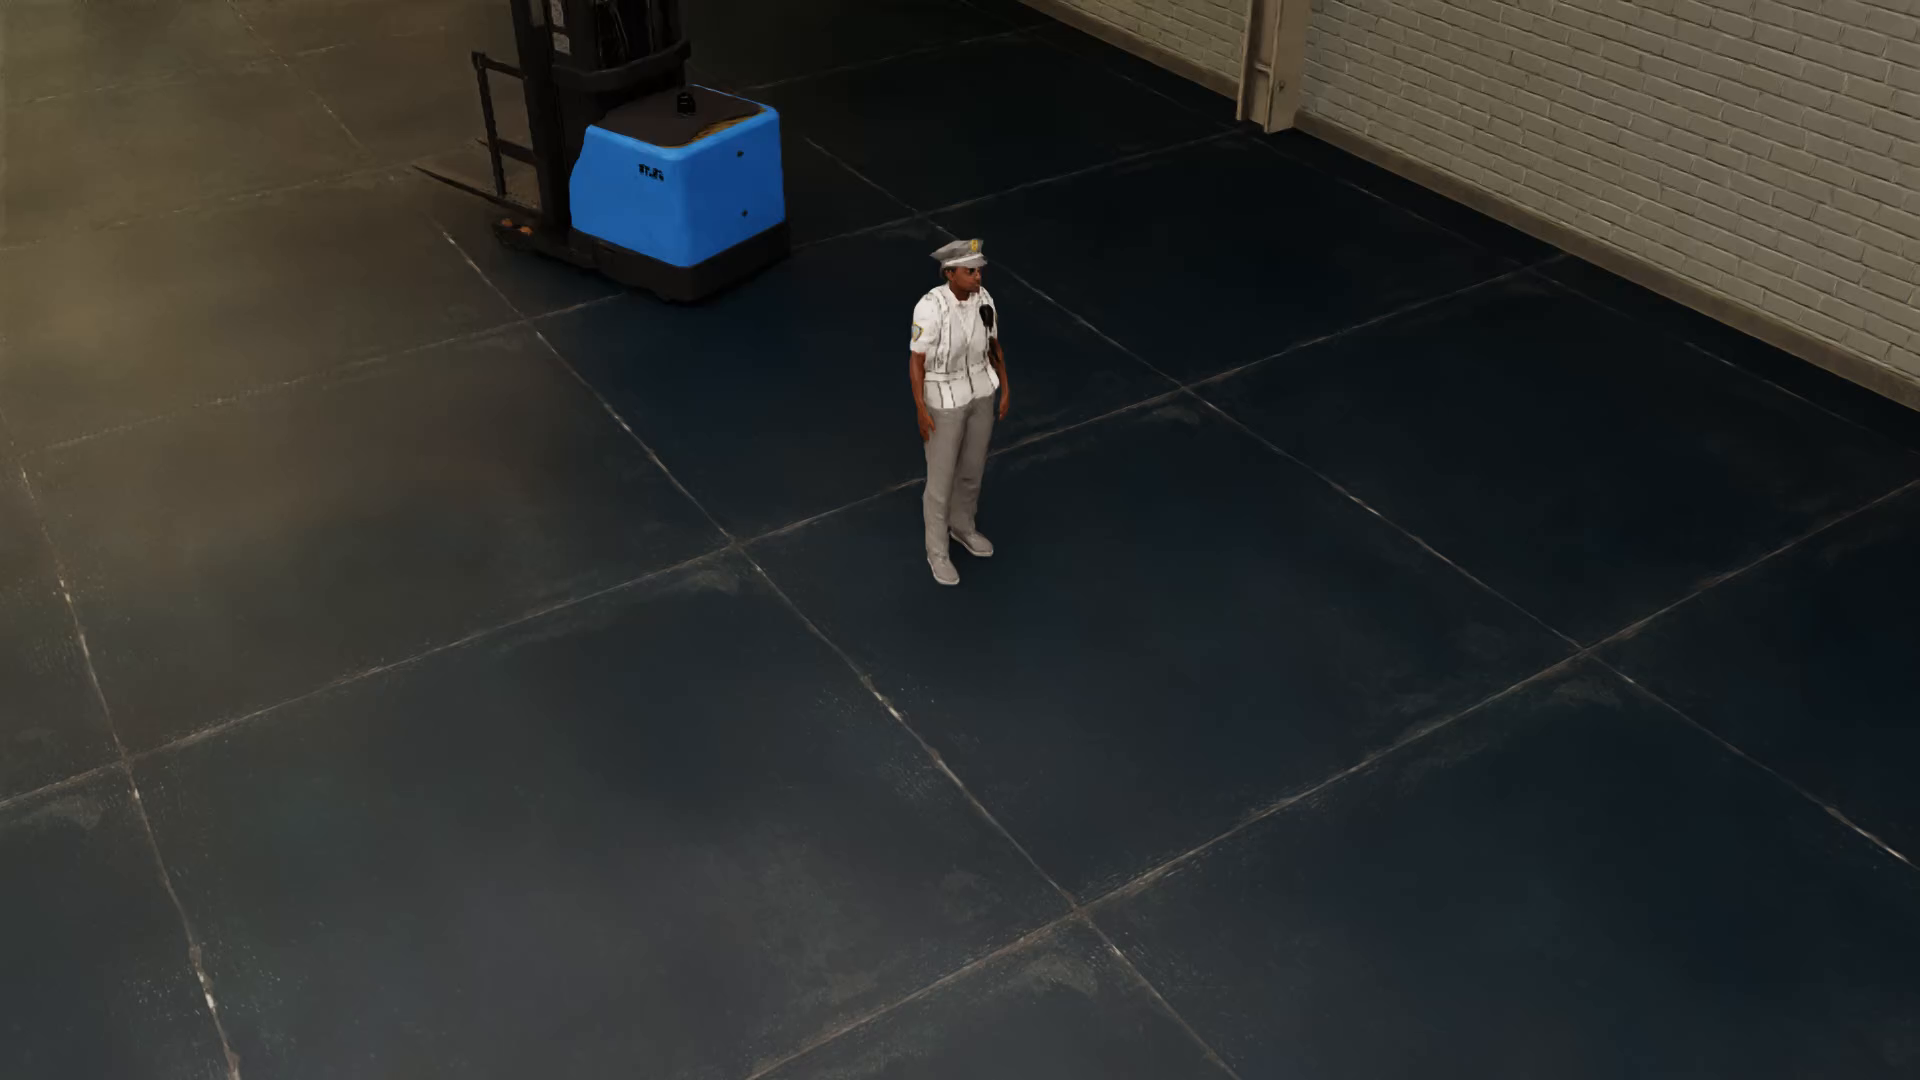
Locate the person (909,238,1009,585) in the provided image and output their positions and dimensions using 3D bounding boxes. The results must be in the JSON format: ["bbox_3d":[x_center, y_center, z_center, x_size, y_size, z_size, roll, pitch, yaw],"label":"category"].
[{"bbox_3d":[0.025,-0.658,8.145,0.570,1.695,0.529,-21,40,-27],"label":"person"}]

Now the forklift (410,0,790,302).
[{"bbox_3d":[-2.647,-3.424,11.021,3.031,2.935,1.130,23,41,29],"label":"forklift"}]
